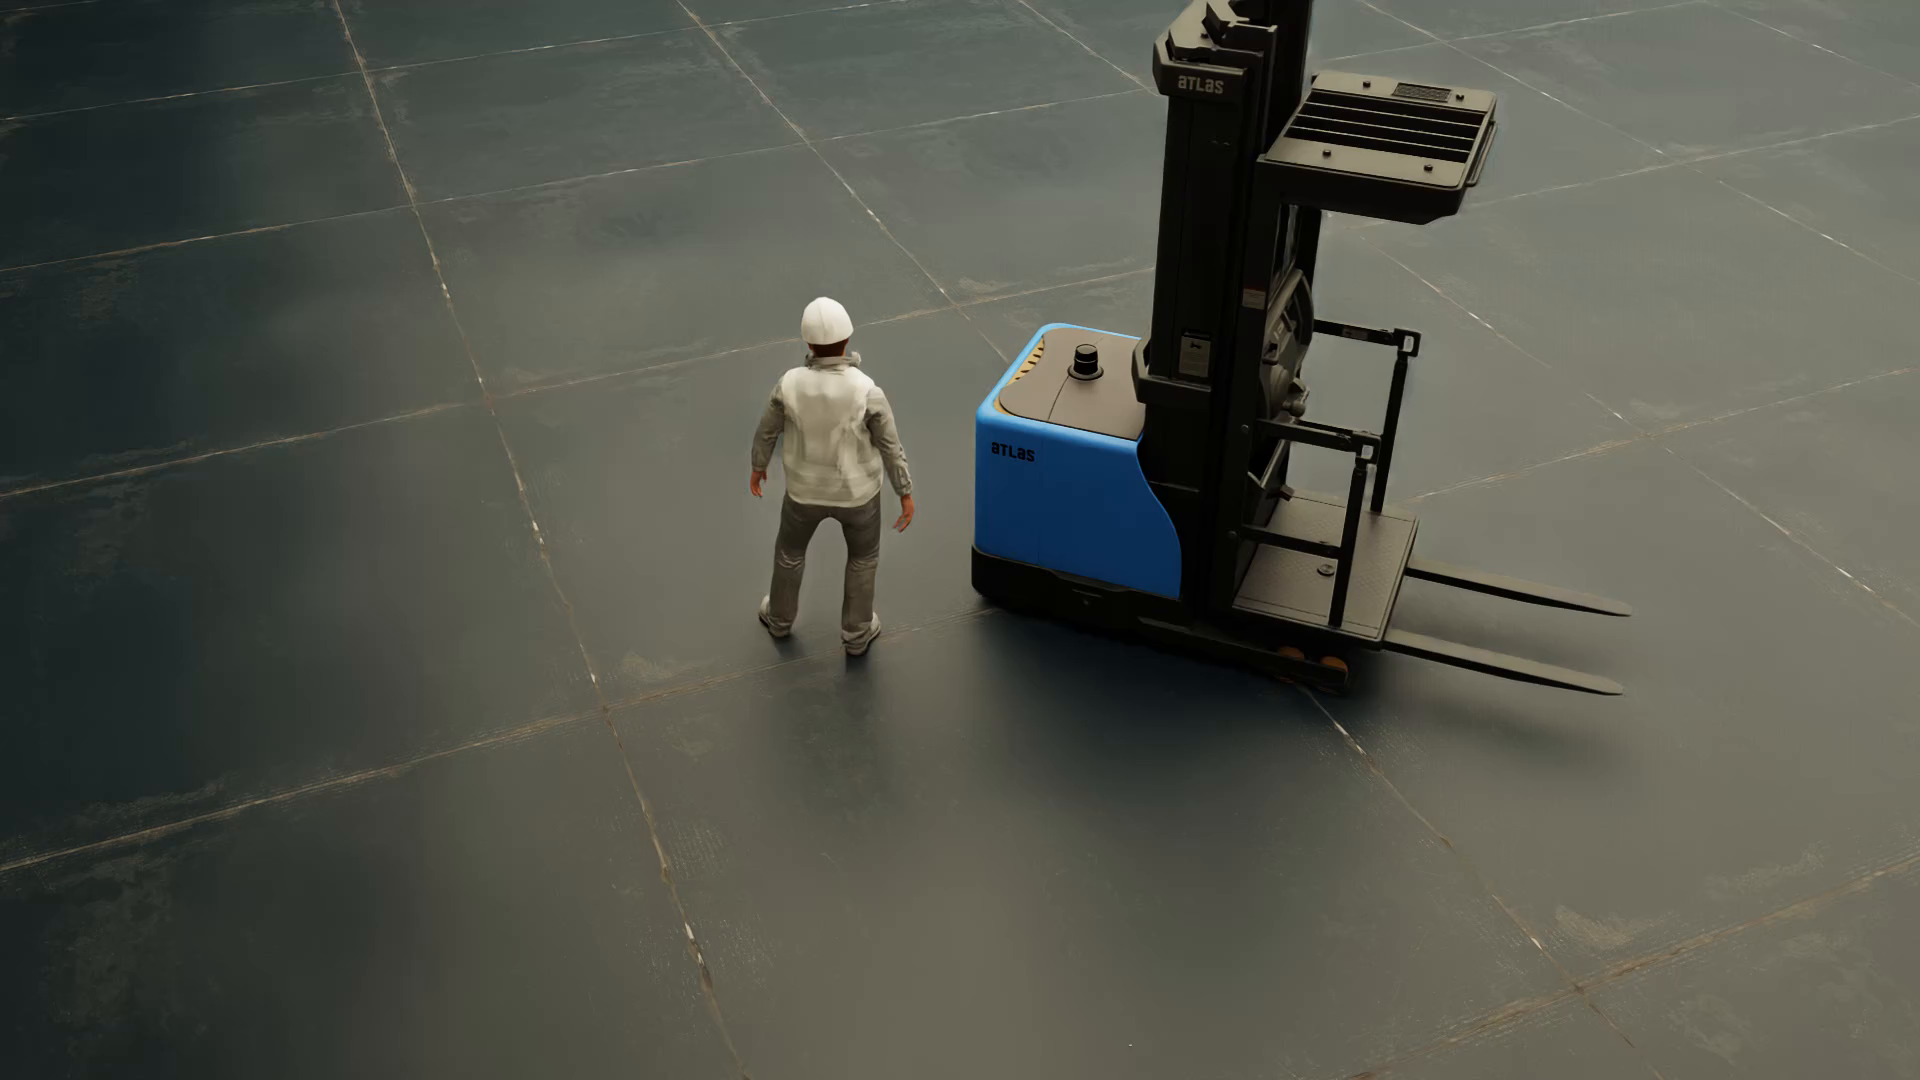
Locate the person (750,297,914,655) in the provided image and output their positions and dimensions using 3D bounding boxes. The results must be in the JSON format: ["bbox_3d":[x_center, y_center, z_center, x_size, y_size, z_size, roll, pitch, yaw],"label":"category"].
[{"bbox_3d":[-0.595,-0.276,7.511,0.805,1.747,0.434,4,36,6],"label":"person"}]

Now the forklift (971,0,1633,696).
[{"bbox_3d":[1.625,-0.844,7.285,3.031,2.935,1.130,13,38,18],"label":"forklift"}]
